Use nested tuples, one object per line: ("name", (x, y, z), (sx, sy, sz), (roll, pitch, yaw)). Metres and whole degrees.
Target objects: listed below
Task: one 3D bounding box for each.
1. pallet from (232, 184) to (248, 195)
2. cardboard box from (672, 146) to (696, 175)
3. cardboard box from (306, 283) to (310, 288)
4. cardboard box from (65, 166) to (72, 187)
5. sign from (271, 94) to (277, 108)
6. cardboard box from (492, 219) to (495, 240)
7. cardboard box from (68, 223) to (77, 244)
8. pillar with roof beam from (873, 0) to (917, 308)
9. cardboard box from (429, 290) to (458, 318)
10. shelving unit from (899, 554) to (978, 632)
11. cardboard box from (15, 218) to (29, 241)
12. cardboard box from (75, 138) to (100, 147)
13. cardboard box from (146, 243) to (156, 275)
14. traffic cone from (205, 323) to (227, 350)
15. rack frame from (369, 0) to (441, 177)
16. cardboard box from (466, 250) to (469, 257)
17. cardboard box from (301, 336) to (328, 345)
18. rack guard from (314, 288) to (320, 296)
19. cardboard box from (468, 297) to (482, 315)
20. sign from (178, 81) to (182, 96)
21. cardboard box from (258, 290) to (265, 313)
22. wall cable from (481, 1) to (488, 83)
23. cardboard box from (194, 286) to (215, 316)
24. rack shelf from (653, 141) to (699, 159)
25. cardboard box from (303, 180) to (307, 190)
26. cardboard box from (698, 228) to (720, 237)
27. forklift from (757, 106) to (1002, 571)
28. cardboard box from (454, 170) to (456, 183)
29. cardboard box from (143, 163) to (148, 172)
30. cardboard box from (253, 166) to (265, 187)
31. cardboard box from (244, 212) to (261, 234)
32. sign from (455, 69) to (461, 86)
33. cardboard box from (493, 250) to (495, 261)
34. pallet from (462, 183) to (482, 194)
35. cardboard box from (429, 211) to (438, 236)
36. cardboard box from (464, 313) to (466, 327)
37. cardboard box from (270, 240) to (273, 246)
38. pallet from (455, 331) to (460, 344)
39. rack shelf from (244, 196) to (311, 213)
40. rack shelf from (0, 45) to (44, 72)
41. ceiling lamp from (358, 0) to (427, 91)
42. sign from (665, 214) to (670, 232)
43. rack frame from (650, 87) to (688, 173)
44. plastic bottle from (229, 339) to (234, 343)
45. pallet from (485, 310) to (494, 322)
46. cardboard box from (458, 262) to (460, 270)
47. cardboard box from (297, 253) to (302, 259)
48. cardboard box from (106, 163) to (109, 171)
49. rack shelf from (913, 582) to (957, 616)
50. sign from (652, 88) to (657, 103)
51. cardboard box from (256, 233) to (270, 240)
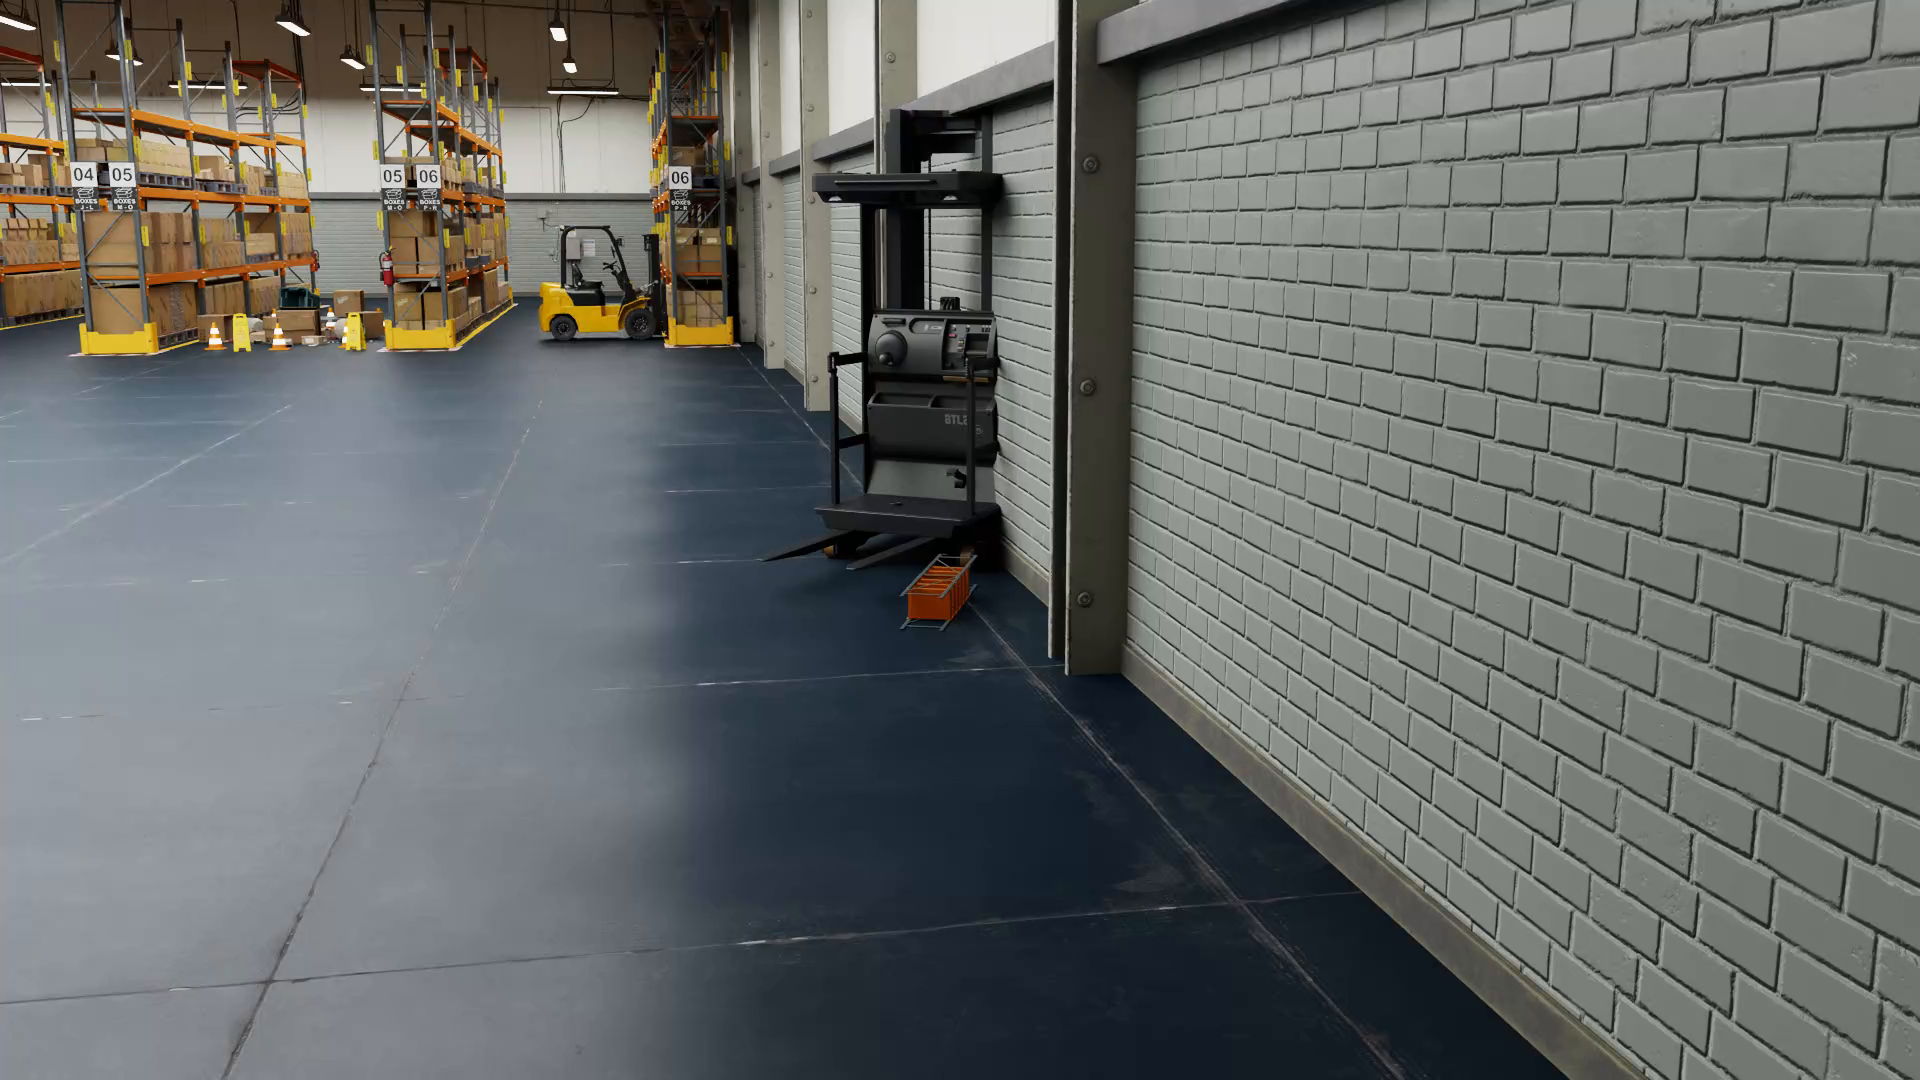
("pallet", (-15.857, -7.441, 35.250), (1.213, 0.211, 1.003), (-2, 11, -8))
("cardboard box", (-5.099, -6.939, 30.451), (0.500, 0.500, 0.500), (-2, 11, -9))
("cardboard box", (-17.238, -6.654, 43.542), (0.380, 0.149, 0.250), (-2, 11, -10))
("cardboard box", (-21.971, -8.867, 40.582), (0.700, 0.500, 0.500), (-2, 11, -9))
("sign", (-16.269, -10.415, 39.426), (0.100, 0.325, 0.005), (-2, 11, -11))
("cardboard box", (-11.643, -7.576, 40.536), (0.500, 0.500, 0.500), (-2, 11, -9))
("cardboard box", (-21.627, -7.377, 40.030), (0.500, 0.500, 0.500), (-2, 11, -11))
("pillar with roof beam", (-4.747, -4.738, 12.525), (9.100, 9.000, 0.400), (-2, 11, -11))
("cardboard box", (-9.639, -4.390, 30.961), (0.500, 0.500, 0.500), (-3, 11, -13))
("shelving unit", (-0.111, 0.292, 9.644), (0.258, 0.189, 1.200), (2, 11, 10))
("cardboard box", (-21.306, -6.933, 37.151), (0.797, 0.503, 0.637), (-2, 11, -9))
("cardboard box", (-14.876, -6.756, 28.294), (0.380, 0.149, 0.250), (-2, 11, -10))
("cardboard box", (-14.723, -4.949, 29.275), (0.875, 0.550, 0.550), (-2, 11, -11))
("traffic cone", (-13.188, -3.612, 29.435), (0.336, 0.463, 0.334), (-2, 11, -11))
("rack frame", (-9.642, -7.855, 28.897), (1.000, 3.000, 0.127), (-2, 11, -11))
("cardboard box", (-10.218, -5.837, 33.889), (0.380, 0.149, 0.250), (-2, 11, -10))
("cardboard box", (-11.878, -3.674, 30.601), (0.380, 0.149, 0.250), (4, 11, 18))
("rack guard", (-17.575, -6.402, 43.993), (1.175, 0.500, 0.348), (-2, 11, -11))
("cardboard box", (-11.098, -5.186, 36.827), (0.950, 0.372, 0.625), (-3, 11, -15))
("sign", (-16.564, -9.600, 35.355), (0.100, 0.325, 0.005), (-2, 11, -11))
("cardboard box", (-16.022, -5.386, 37.532), (0.500, 0.500, 0.500), (-2, 11, -10))
("wall cable", (-15.164, -15.025, 48.922), (2.355, 3.000, 0.029), (-2, 11, -11))
("cardboard box", (-15.465, -4.654, 33.021), (1.050, 0.750, 0.750), (-2, 11, -11))
("rack shelf", (-6.719, -9.320, 39.590), (1.077, 0.370, 4.000), (-2, 11, -11))
("cardboard box", (-17.251, -9.214, 43.124), (0.500, 0.250, 0.500), (-2, 11, -13))
("cardboard box", (-4.630, -5.672, 30.676), (0.380, 0.149, 0.250), (-2, 11, -12))
("forklift", (-0.267, -1.333, 10.862), (1.130, 2.935, 3.031), (5, 12, 25))
("cardboard box", (-9.886, -6.929, 31.663), (0.500, 0.250, 0.500), (-2, 11, -12))
("cardboard box", (-14.280, -6.436, 28.746), (0.380, 0.149, 0.250), (-2, 11, -10))
("cardboard box", (-16.846, -8.565, 39.263), (0.700, 0.500, 0.500), (-2, 11, -11))
("cardboard box", (-17.169, -7.673, 40.249), (0.500, 0.500, 0.500), (-3, 11, -13))
("sign", (-9.884, -9.102, 32.742), (0.100, 0.325, 0.005), (-2, 11, -11))
("cardboard box", (-11.641, -6.962, 40.651), (0.500, 0.250, 0.500), (-2, 11, -12))
("pallet", (-10.640, -7.330, 34.663), (1.213, 0.211, 1.003), (-2, 11, -11))
("cardboard box", (-10.208, -5.959, 31.246), (0.700, 0.500, 0.500), (-2, 11, -11))
("cardboard box", (-9.928, -4.301, 32.500), (0.500, 0.250, 0.500), (-2, 11, -13))
("cardboard box", (-16.488, -7.025, 39.335), (0.380, 0.149, 0.250), (-2, 11, -11))
("pallet", (-9.780, -3.702, 30.581), (1.003, 0.211, 1.213), (-2, 11, -11))
("rack shelf", (-17.201, -8.397, 41.692), (1.077, 0.370, 4.000), (-2, 11, -11))
("rack shelf", (-21.308, -10.608, 36.396), (1.077, 0.370, 4.000), (-2, 11, -11))
("ceiling lamp", (-15.654, -14.061, 45.892), (2.000, 3.185, 0.800), (-2, 11, -11))
("sign", (-5.309, -5.757, 30.189), (0.100, 0.325, 0.005), (-2, 11, -11))
("rack frame", (-7.886, -10.970, 45.266), (1.000, 3.000, 0.127), (-2, 11, -11))
("plastic bottle", (-13.510, -3.721, 31.081), (0.283, 0.061, 0.133), (-6, 13, -31))
("pallet", (-11.277, -5.152, 38.201), (1.003, 0.211, 1.213), (-2, 11, -11))
("cardboard box", (-9.858, -5.284, 32.106), (0.380, 0.149, 0.250), (-2, 11, -12))
("cardboard box", (-17.079, -7.283, 42.609), (0.380, 0.149, 0.250), (-3, 11, -14))
("cardboard box", (-14.974, -6.456, 28.855), (0.380, 0.149, 0.250), (-2, 11, -10))
("rack shelf", (-0.145, 0.328, 9.455), (0.258, 0.180, 0.103), (2, 11, 10))
("sign", (-6.860, -9.979, 37.350), (0.100, 0.325, 0.005), (-2, 11, -11))
("cardboard box", (-16.441, -7.122, 39.049), (0.380, 0.149, 0.250), (-2, 11, -13))
